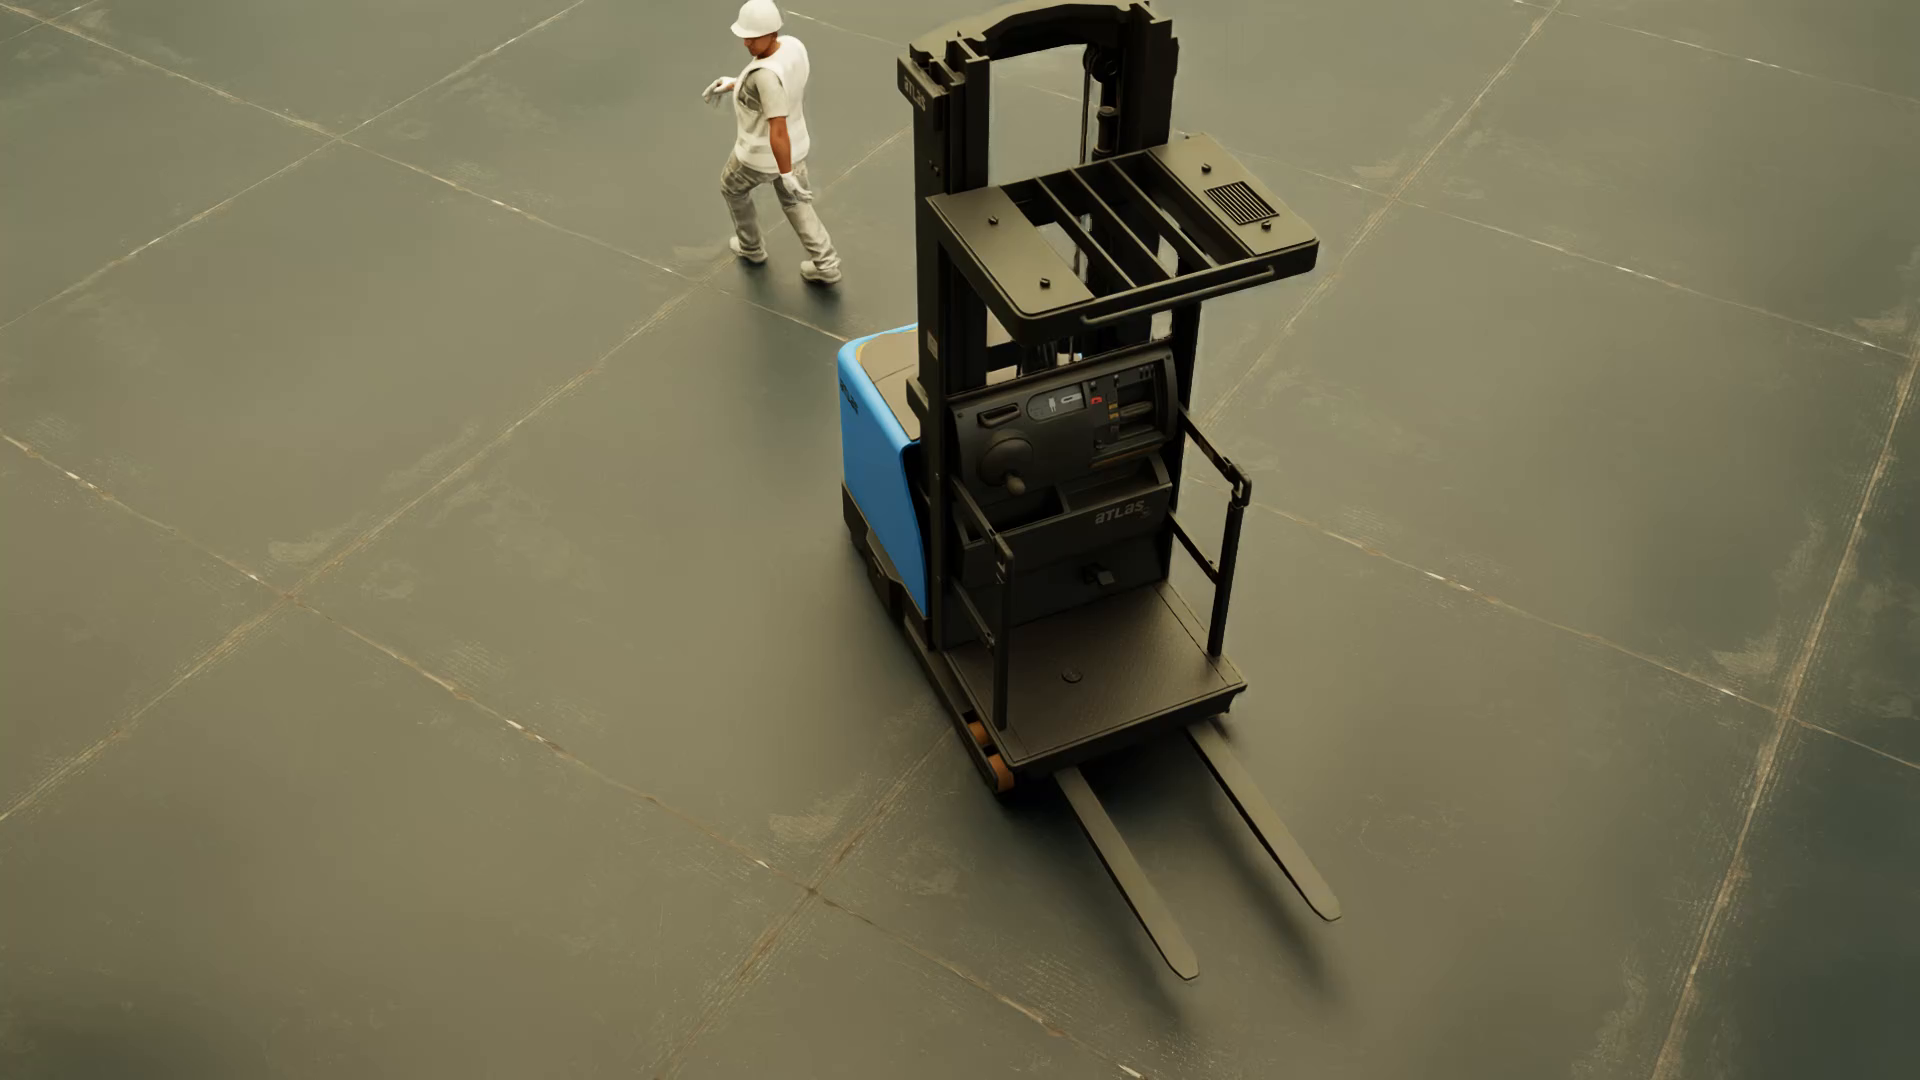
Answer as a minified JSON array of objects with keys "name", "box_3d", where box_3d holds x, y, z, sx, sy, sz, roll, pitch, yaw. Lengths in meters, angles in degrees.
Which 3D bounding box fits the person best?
[{"name":"person","box_3d":[-1.020,-2.141,9.028,0.941,1.691,0.584,29,51,27]}]

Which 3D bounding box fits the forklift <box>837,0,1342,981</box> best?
[{"name":"forklift","box_3d":[0.502,-0.362,6.230,1.130,2.935,3.031,-17,46,-17]}]
